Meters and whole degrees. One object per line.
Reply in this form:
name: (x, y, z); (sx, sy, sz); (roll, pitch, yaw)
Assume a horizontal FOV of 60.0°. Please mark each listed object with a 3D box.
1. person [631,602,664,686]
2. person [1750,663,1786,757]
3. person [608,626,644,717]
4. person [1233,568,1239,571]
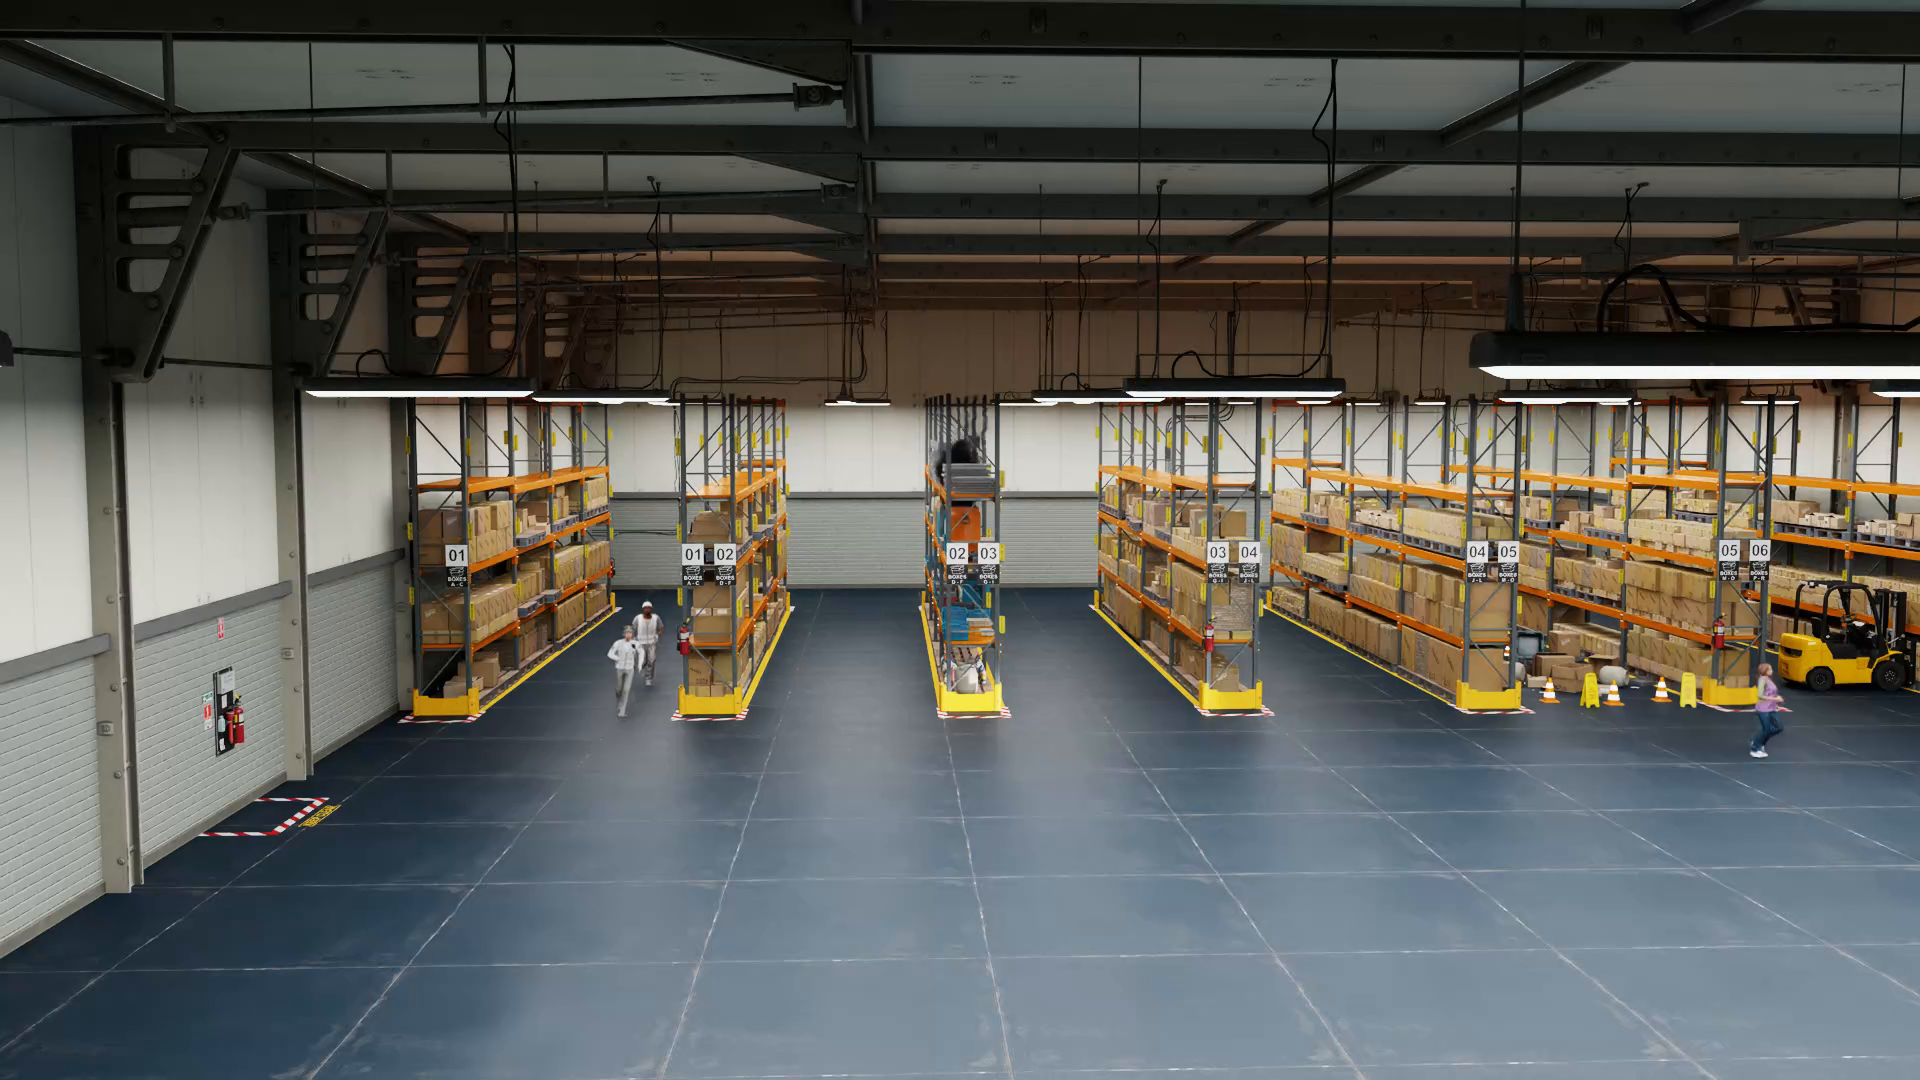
person: (-6.471, 2.142, 34.440); (0.688, 1.735, 0.599); (-1, 5, -12)
person: (13.225, 2.784, 27.177); (0.522, 1.558, 0.555); (-4, 6, -45)
person: (-6.245, 2.419, 31.057); (0.662, 1.645, 0.925); (-1, 5, -7)
person: (7.618, 1.104, 47.445); (0.799, 1.790, 0.834); (2, 5, 22)
